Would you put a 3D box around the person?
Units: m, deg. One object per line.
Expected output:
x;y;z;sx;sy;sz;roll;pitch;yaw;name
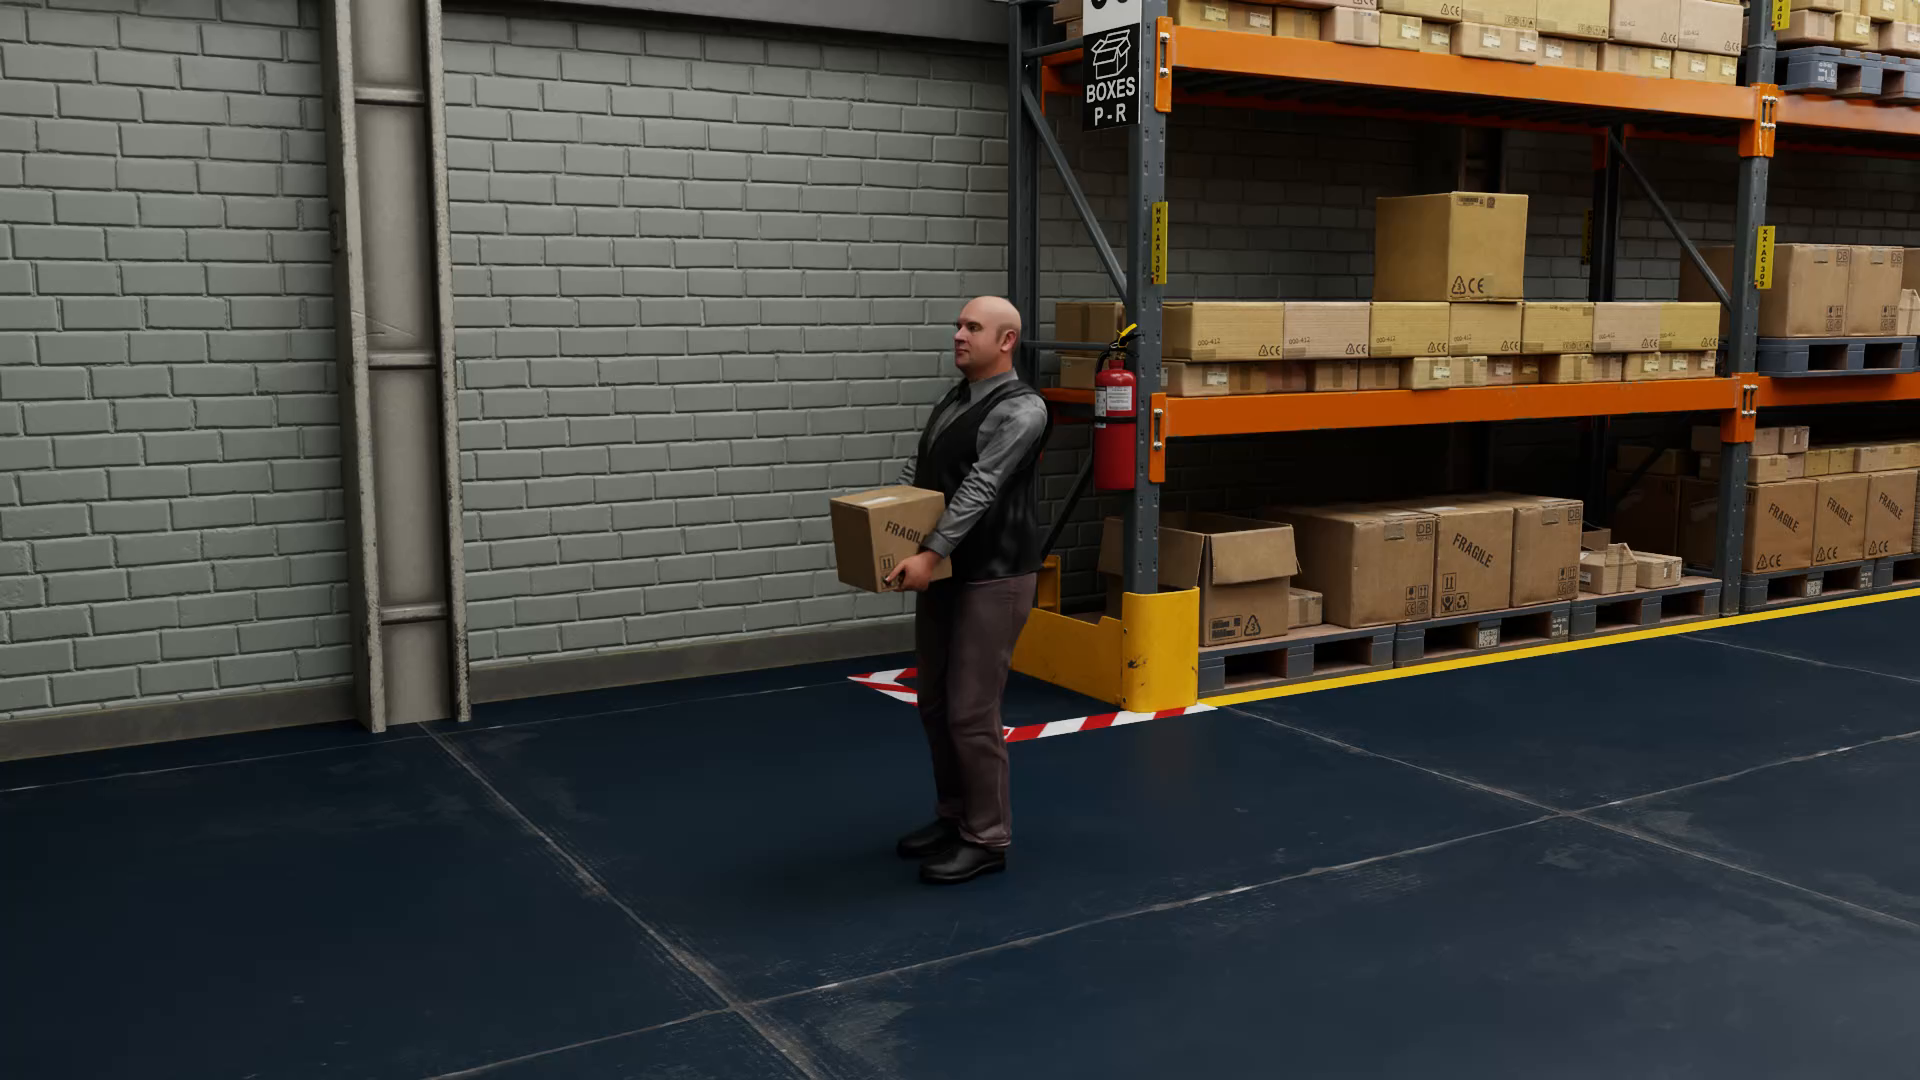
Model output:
-0.033;0.141;4.941;0.544;1.715;0.494;-5;9;-30;person
